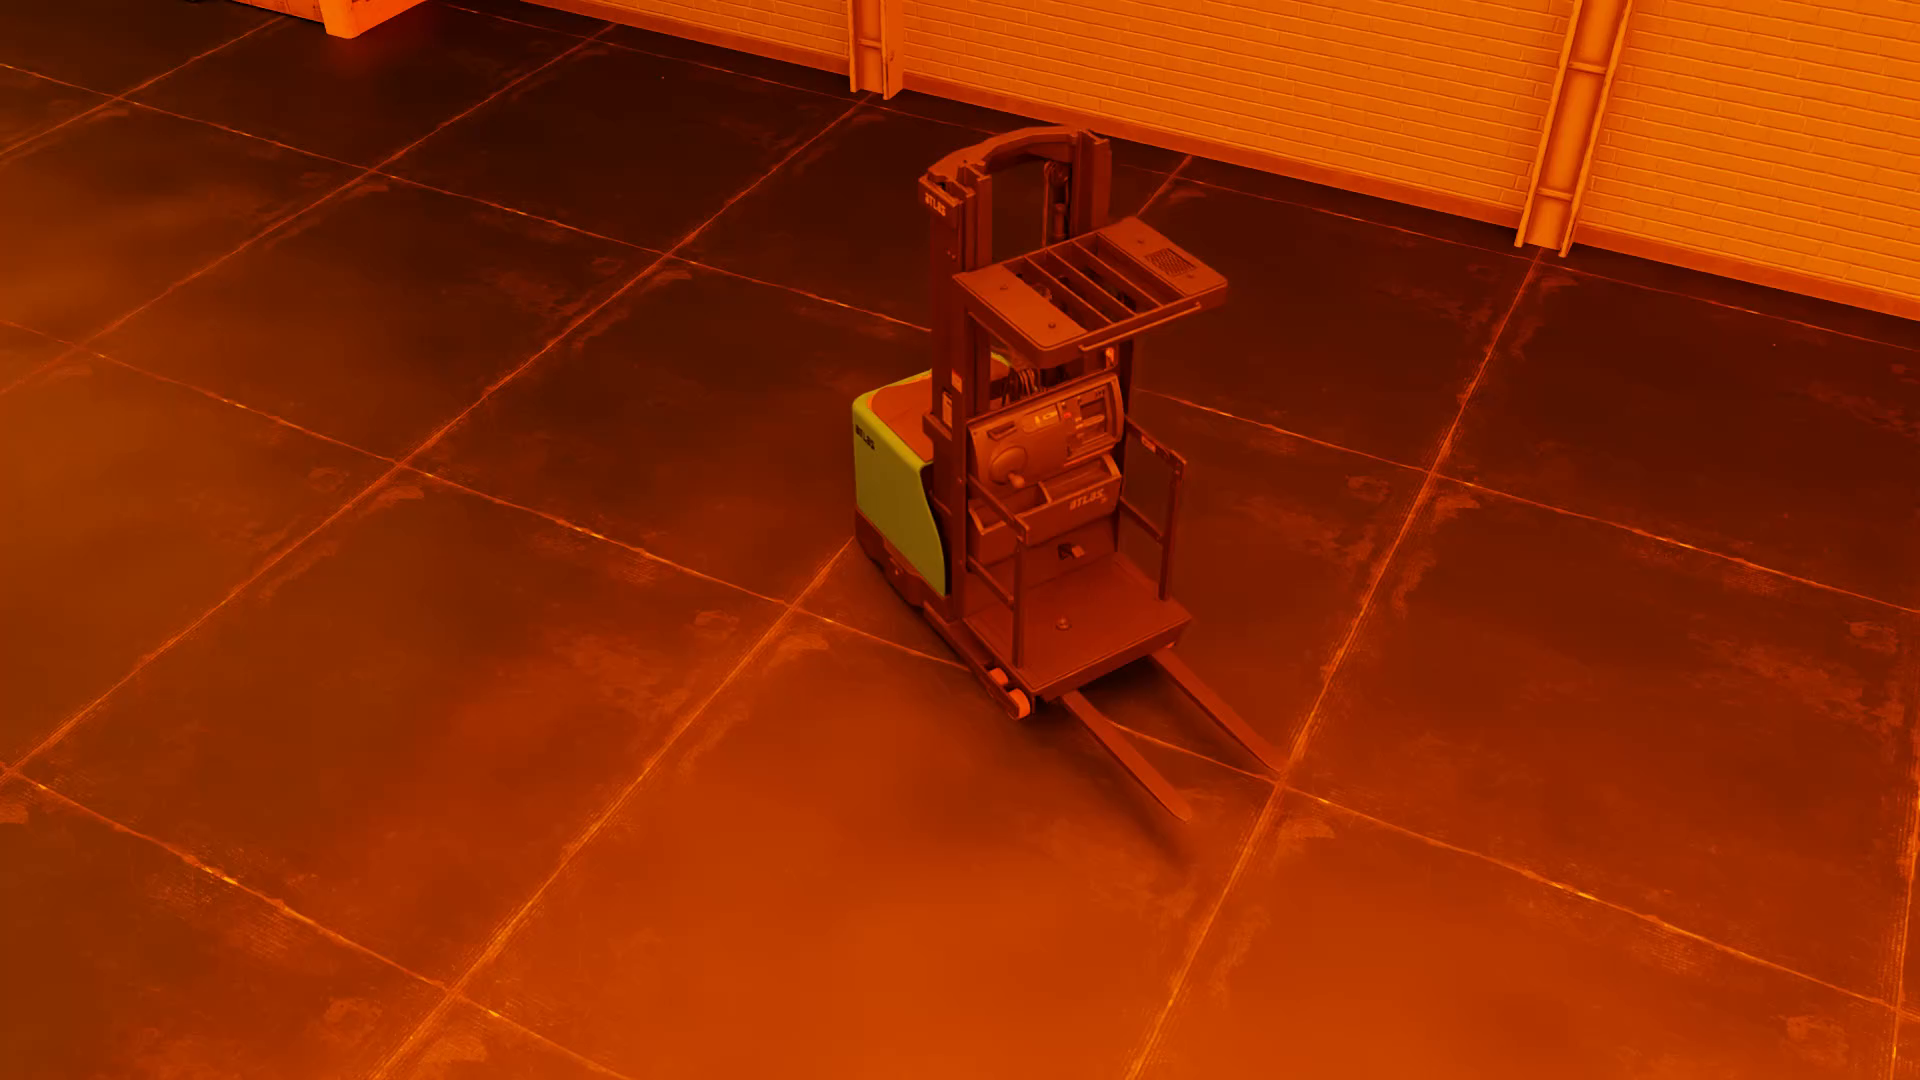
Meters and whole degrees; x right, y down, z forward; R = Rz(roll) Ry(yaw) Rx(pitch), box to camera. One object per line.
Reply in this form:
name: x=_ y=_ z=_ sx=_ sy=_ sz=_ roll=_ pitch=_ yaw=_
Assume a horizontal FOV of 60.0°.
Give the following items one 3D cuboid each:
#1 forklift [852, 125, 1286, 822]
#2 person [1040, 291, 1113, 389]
forklift: x=0.579 y=-0.490 z=8.568 sx=1.130 sy=2.935 sz=3.031 roll=-22 pitch=45 yaw=-24
person: x=0.684 y=-1.013 z=10.220 sx=0.437 sy=1.678 sz=0.822 roll=32 pitch=50 yaw=32
